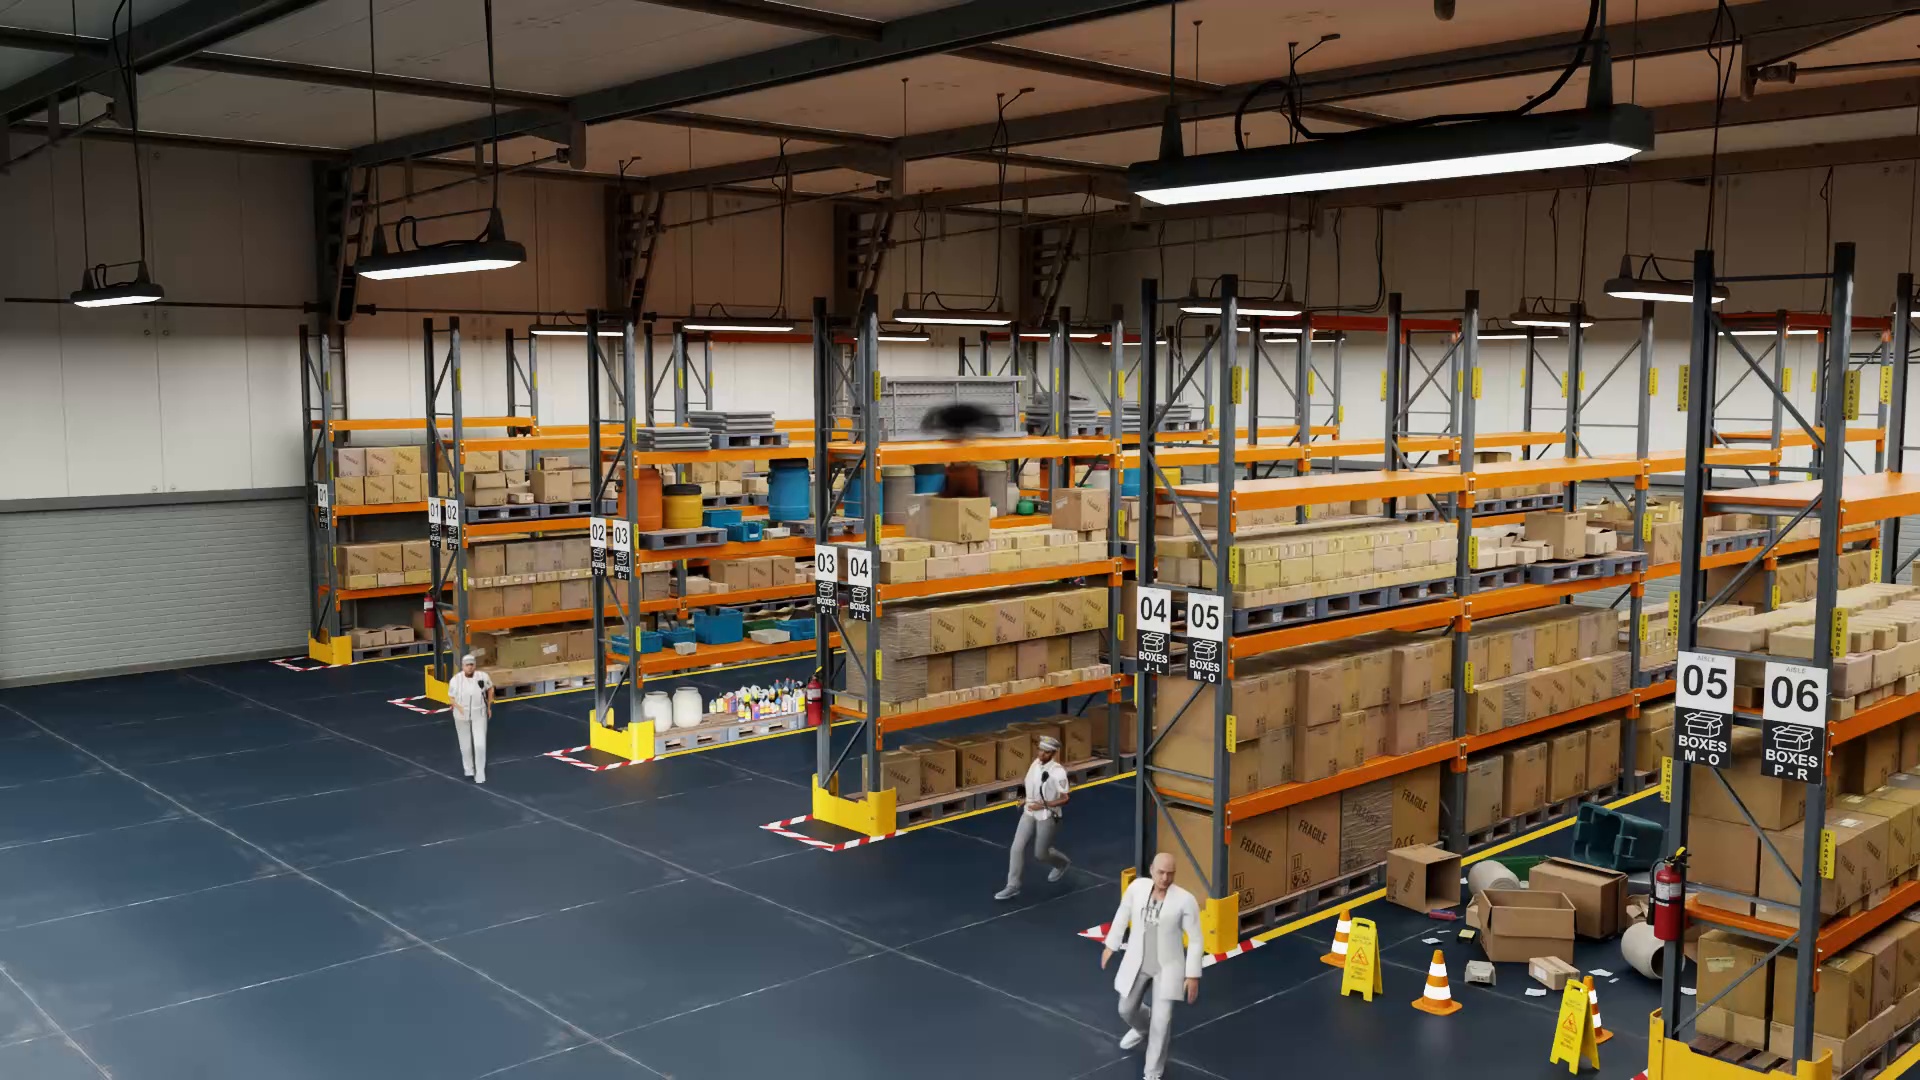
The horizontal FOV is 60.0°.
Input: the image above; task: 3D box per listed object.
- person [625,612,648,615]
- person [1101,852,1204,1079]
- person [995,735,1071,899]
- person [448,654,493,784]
[{"bbox_3d":[-5.990,1.179,30.826,0.692,1.789,0.721,4,7,37],"label":"person"},{"bbox_3d":[1.430,3.076,12.198,0.787,1.721,0.827,2,6,20],"label":"person"},{"bbox_3d":[0.842,2.692,16.279,0.618,1.633,0.903,5,8,43],"label":"person"},{"bbox_3d":[-6.154,2.253,20.944,0.535,1.673,0.789,-1,6,-12],"label":"person"}]
